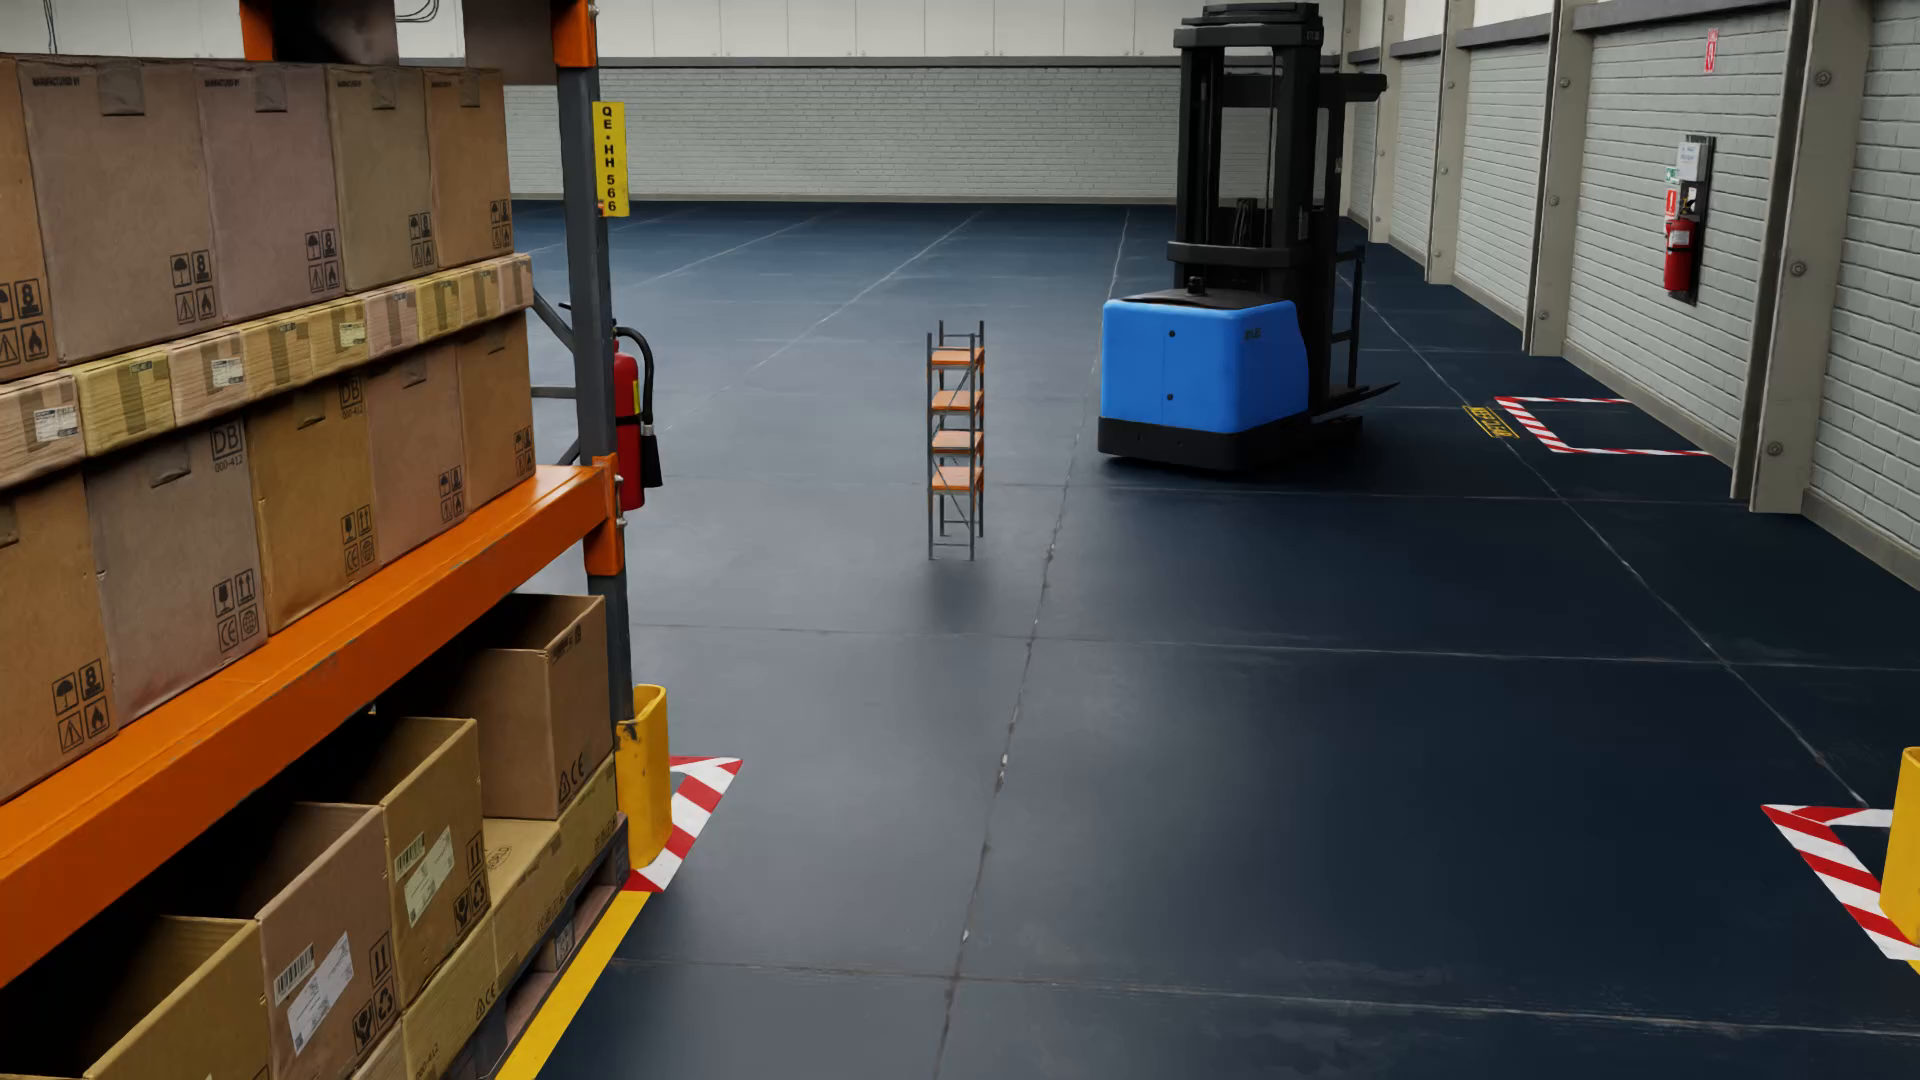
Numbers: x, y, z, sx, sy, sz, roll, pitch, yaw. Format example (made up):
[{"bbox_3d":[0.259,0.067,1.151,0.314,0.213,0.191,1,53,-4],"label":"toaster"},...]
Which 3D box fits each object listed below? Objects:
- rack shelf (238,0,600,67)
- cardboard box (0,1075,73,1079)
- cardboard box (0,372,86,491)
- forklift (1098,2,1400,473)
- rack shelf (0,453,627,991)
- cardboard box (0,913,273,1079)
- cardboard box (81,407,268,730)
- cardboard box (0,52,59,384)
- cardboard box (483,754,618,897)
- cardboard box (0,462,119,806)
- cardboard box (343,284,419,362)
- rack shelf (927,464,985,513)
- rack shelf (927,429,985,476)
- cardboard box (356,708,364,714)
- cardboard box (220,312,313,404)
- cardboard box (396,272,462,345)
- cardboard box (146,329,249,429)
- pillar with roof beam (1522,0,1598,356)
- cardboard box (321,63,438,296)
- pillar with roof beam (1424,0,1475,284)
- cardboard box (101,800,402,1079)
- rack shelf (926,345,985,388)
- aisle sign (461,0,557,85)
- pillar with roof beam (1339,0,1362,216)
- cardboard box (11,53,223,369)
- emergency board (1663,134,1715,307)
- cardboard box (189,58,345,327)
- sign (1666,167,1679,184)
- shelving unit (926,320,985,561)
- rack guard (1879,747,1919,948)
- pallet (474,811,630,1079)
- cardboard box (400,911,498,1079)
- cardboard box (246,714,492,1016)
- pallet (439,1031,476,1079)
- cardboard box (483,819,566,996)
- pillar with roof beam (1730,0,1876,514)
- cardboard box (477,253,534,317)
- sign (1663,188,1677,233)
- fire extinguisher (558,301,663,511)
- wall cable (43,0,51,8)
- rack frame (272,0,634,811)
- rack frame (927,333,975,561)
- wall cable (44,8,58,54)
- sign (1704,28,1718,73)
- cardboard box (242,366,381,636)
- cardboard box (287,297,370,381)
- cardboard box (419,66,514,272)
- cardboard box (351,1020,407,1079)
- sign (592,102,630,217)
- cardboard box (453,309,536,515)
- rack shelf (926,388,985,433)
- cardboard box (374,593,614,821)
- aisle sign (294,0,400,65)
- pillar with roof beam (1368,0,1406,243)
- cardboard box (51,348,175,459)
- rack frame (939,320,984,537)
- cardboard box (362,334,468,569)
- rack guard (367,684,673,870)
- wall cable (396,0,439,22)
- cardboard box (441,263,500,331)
[{"bbox_3d":[-1.781,-1.035,2.875,1.077,0.370,4.000,2,15,6],"label":"rack shelf"},{"bbox_3d":[-1.595,1.106,2.352,0.500,0.500,0.500,2,15,6],"label":"cardboard box"},{"bbox_3d":[-1.643,-0.175,2.630,0.380,0.149,0.250,1,15,5],"label":"cardboard box"},{"bbox_3d":[2.214,-2.166,11.557,1.130,2.935,3.031,11,19,36],"label":"forklift"},{"bbox_3d":[-1.781,0.413,3.267,1.077,0.370,4.000,2,15,6],"label":"rack shelf"},{"bbox_3d":[-1.531,0.976,2.831,0.500,0.500,0.500,2,15,6],"label":"cardboard box"},{"bbox_3d":[-1.793,0.021,3.147,0.700,0.500,0.500,2,15,8],"label":"cardboard box"},{"bbox_3d":[-1.850,-0.466,2.464,0.700,0.500,0.500,2,15,6],"label":"cardboard box"},{"bbox_3d":[-1.322,0.819,4.849,0.500,0.250,0.500,2,15,6],"label":"cardboard box"},{"bbox_3d":[-1.849,0.154,2.655,0.700,0.500,0.500,2,15,7],"label":"cardboard box"},{"bbox_3d":[-1.497,-0.510,3.869,0.380,0.149,0.250,2,15,7],"label":"cardboard box"},{"bbox_3d":[-0.019,-0.280,8.916,0.258,0.148,0.480,2,15,6],"label":"rack shelf"},{"bbox_3d":[-0.019,-0.471,8.864,0.258,0.148,0.480,2,15,6],"label":"rack shelf"},{"bbox_3d":[-1.892,0.572,4.328,0.500,0.500,0.500,2,15,6],"label":"cardboard box"},{"bbox_3d":[-1.554,-0.374,3.364,0.380,0.149,0.250,2,15,8],"label":"cardboard box"},{"bbox_3d":[-1.466,-0.576,4.110,0.380,0.149,0.250,1,15,5],"label":"cardboard box"},{"bbox_3d":[-1.582,-0.307,3.118,0.380,0.149,0.250,1,15,5],"label":"cardboard box"},{"bbox_3d":[1.224,-6.236,14.986,9.100,9.000,0.400,2,15,6],"label":"pillar with roof beam"},{"bbox_3d":[-1.681,-0.857,3.907,0.700,0.500,0.500,1,15,5],"label":"cardboard box"},{"bbox_3d":[1.901,-7.792,20.741,9.100,9.000,0.400,2,15,6],"label":"pillar with roof beam"},{"bbox_3d":[-1.476,0.847,3.311,0.500,0.500,0.500,2,15,6],"label":"cardboard box"},{"bbox_3d":[-0.019,-0.916,8.744,0.258,0.148,0.480,2,15,6],"label":"rack shelf"},{"bbox_3d":[-1.256,-1.716,4.783,0.394,0.787,0.004,2,15,6],"label":"aisle sign"},{"bbox_3d":[3.255,-10.905,32.251,9.100,9.000,0.400,2,15,6],"label":"pillar with roof beam"},{"bbox_3d":[-1.793,-0.596,2.943,0.700,0.500,0.500,2,15,6],"label":"cardboard box"},{"bbox_3d":[5.141,-2.297,11.911,0.194,1.169,0.643,2,15,6],"label":"emergency board"},{"bbox_3d":[-1.737,-0.726,3.423,0.700,0.500,0.500,2,15,6],"label":"cardboard box"},{"bbox_3d":[5.297,-2.710,12.353,0.001,0.109,0.331,2,15,6],"label":"sign"},{"bbox_3d":[-0.019,-0.536,8.847,0.258,1.200,0.503,2,15,6],"label":"shelving unit"},{"bbox_3d":[3.358,0.918,4.809,1.175,0.500,0.348,2,15,6],"label":"rack guard"},{"bbox_3d":[-1.600,1.092,4.717,1.003,0.211,1.213,2,15,6],"label":"pallet"},{"bbox_3d":[-1.422,1.079,3.888,0.500,0.250,0.500,2,15,6],"label":"cardboard box"},{"bbox_3d":[-1.419,0.717,3.790,0.500,0.500,0.500,2,15,6],"label":"cardboard box"},{"bbox_3d":[-1.740,1.408,3.550,1.003,0.211,1.213,2,15,6],"label":"pallet"},{"bbox_3d":[-1.367,0.949,4.368,0.500,0.250,0.500,2,15,6],"label":"cardboard box"},{"bbox_3d":[0.547,-4.680,9.231,9.100,9.000,0.400,2,15,6],"label":"pillar with roof beam"},{"bbox_3d":[-1.409,-0.710,4.606,0.380,0.149,0.250,1,15,5],"label":"cardboard box"},{"bbox_3d":[5.306,-2.455,12.425,0.001,0.329,0.234,2,15,6],"label":"sign"},{"bbox_3d":[-1.081,-0.433,5.164,0.296,0.674,0.183,2,15,6],"label":"fire extinguisher"},{"bbox_3d":[-19.432,-13.290,37.346,3.097,2.526,0.112,2,15,6],"label":"wall cable"},{"bbox_3d":[-1.556,-0.453,5.091,1.000,3.000,0.127,2,15,6],"label":"rack frame"},{"bbox_3d":[-0.046,-0.473,8.613,0.240,1.200,0.015,2,15,6],"label":"rack frame"},{"bbox_3d":[-22.120,-10.932,38.300,3.097,2.526,0.112,2,15,6],"label":"wall cable"},{"bbox_3d":[5.241,-3.415,11.605,0.001,0.298,0.199,2,15,6],"label":"sign"},{"bbox_3d":[-1.737,-0.116,3.652,0.700,0.500,0.500,2,15,7],"label":"cardboard box"},{"bbox_3d":[-1.526,-0.442,3.617,0.380,0.149,0.250,2,15,8],"label":"cardboard box"},{"bbox_3d":[-1.627,-0.993,4.412,0.700,0.500,0.500,2,15,6],"label":"cardboard box"},{"bbox_3d":[-1.480,1.209,3.409,0.500,0.250,0.500,2,15,6],"label":"cardboard box"},{"bbox_3d":[-1.018,-1.107,4.837,0.100,0.325,0.005,2,15,6],"label":"sign"},{"bbox_3d":[-1.621,-0.381,4.632,0.700,0.500,0.500,2,15,6],"label":"cardboard box"},{"bbox_3d":[-0.019,-0.687,8.806,0.258,0.148,0.480,2,15,6],"label":"rack shelf"},{"bbox_3d":[-1.320,0.457,4.751,0.500,0.500,0.500,2,15,6],"label":"cardboard box"},{"bbox_3d":[-1.852,-1.734,4.848,0.394,0.787,0.004,2,15,6],"label":"aisle sign"},{"bbox_3d":[2.578,-9.349,26.496,9.100,9.000,0.400,2,15,6],"label":"pillar with roof beam"},{"bbox_3d":[-1.613,-0.243,2.880,0.380,0.149,0.250,2,15,6],"label":"cardboard box"},{"bbox_3d":[0.009,-0.600,9.081,0.240,1.200,0.015,2,15,6],"label":"rack frame"},{"bbox_3d":[-1.675,-0.244,4.128,0.700,0.500,0.500,2,15,8],"label":"cardboard box"},{"bbox_3d":[-1.553,0.747,5.441,1.175,0.500,0.348,2,15,6],"label":"rack guard"},{"bbox_3d":[-12.689,-13.789,36.401,2.305,6.003,0.169,2,15,6],"label":"wall cable"},{"bbox_3d":[-1.437,-0.642,4.355,0.380,0.149,0.250,2,15,8],"label":"cardboard box"}]
